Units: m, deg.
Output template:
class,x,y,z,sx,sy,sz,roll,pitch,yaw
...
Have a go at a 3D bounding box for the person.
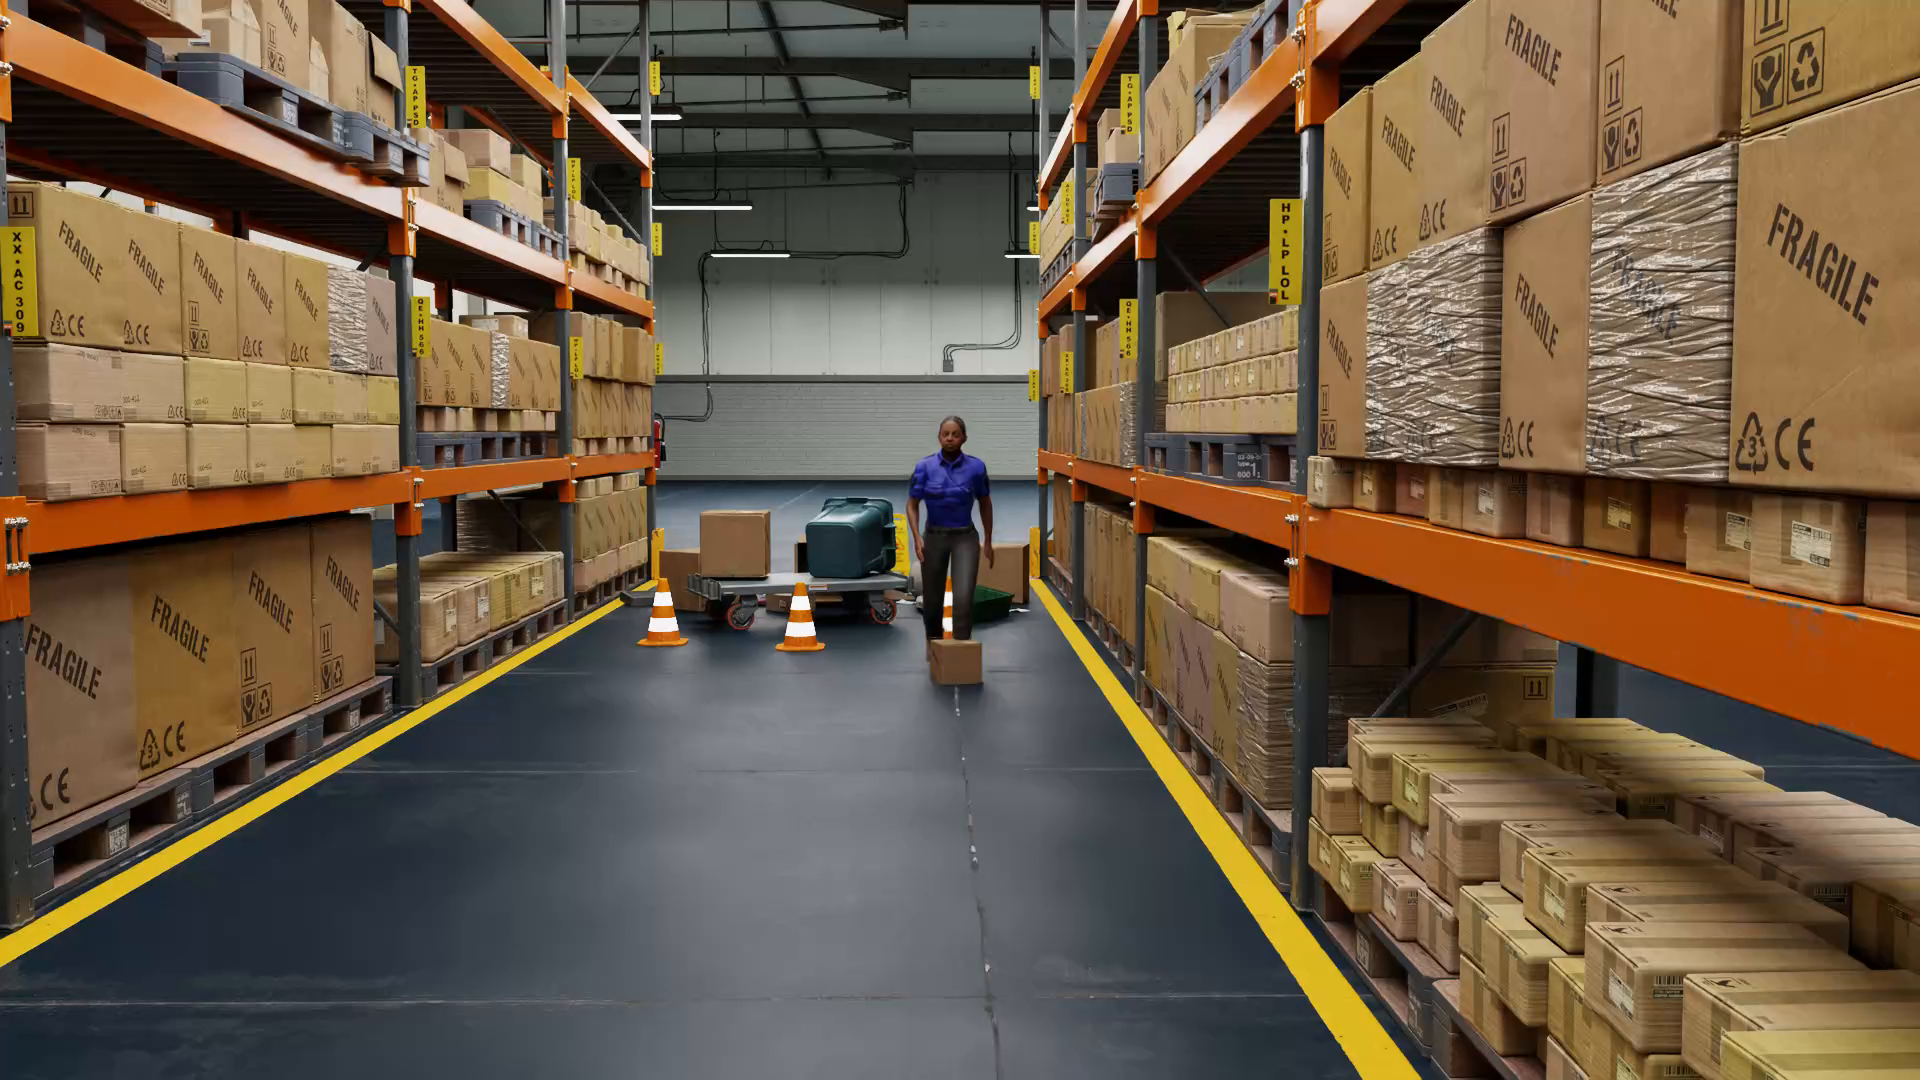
class,x,y,z,sx,sy,sz,roll,pitch,yaw
person,-0.050,0.027,10.359,0.535,1.602,0.760,0,4,6
